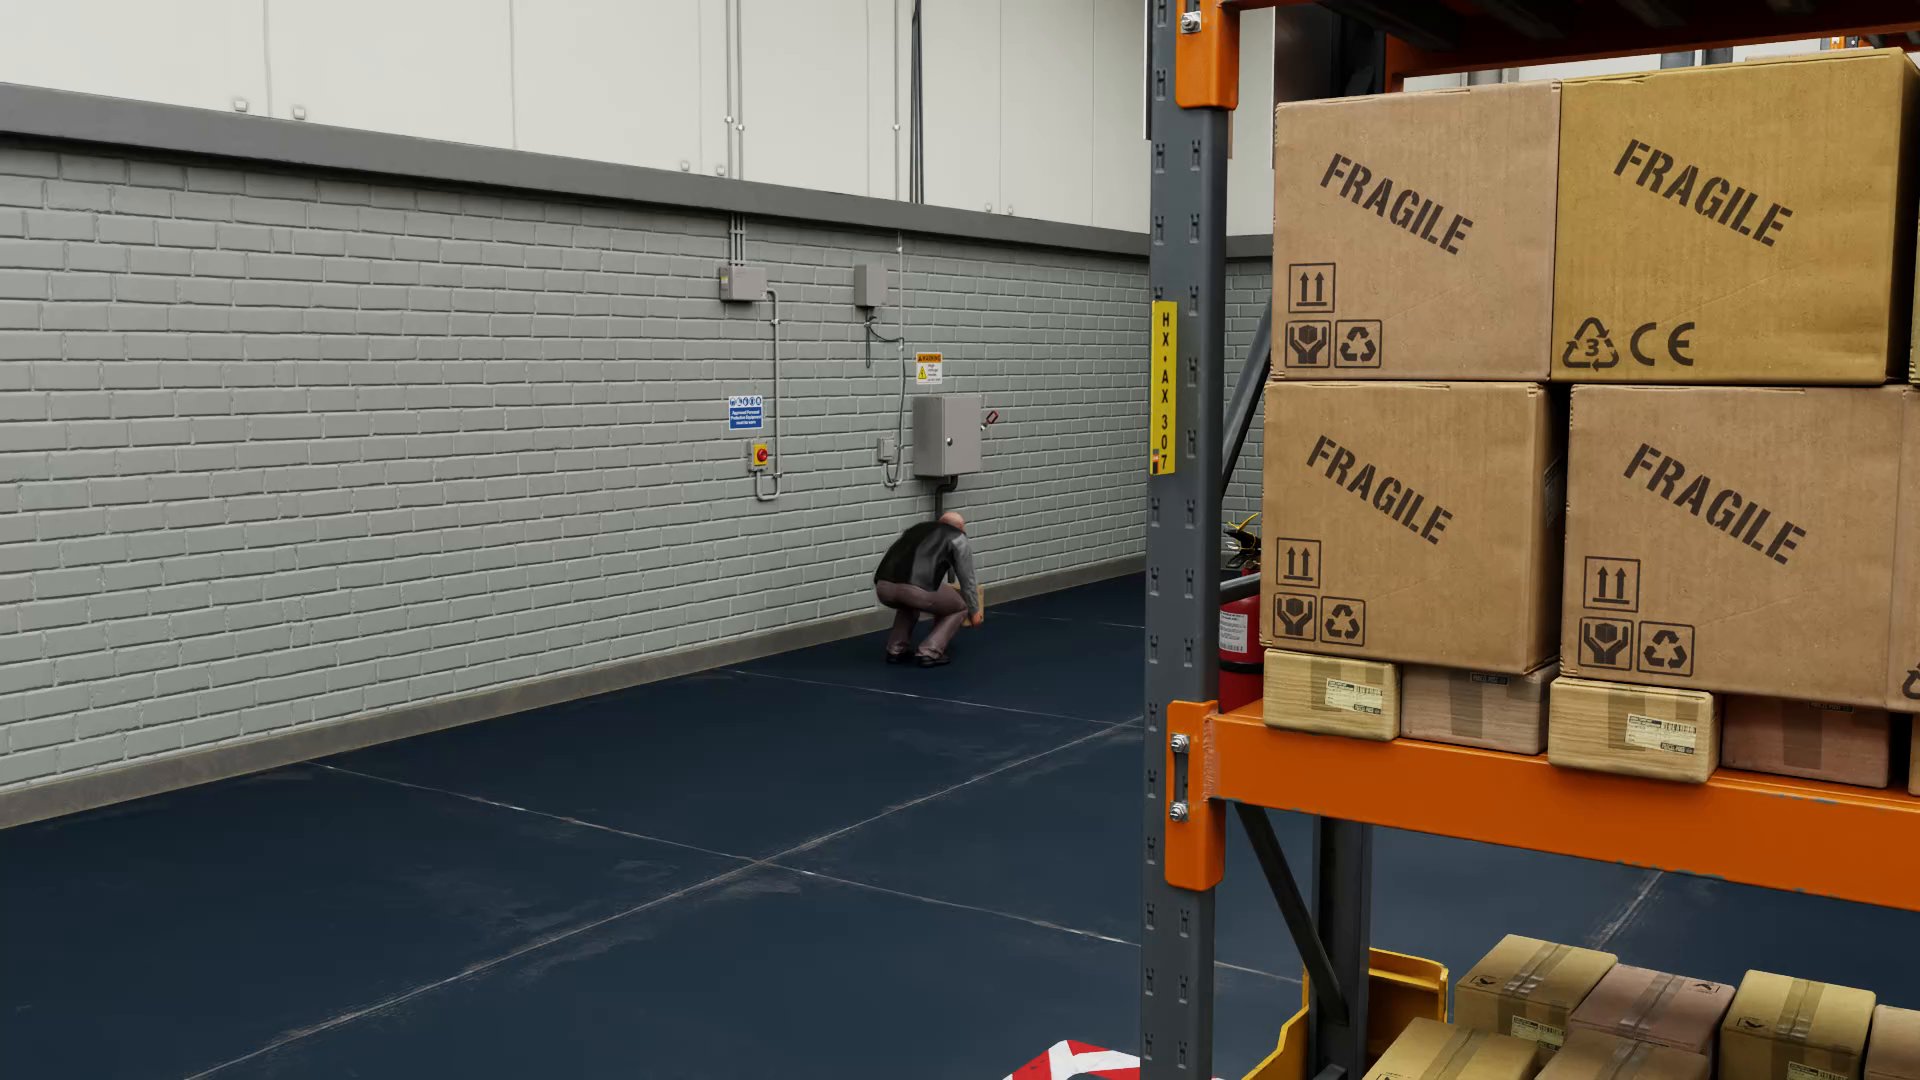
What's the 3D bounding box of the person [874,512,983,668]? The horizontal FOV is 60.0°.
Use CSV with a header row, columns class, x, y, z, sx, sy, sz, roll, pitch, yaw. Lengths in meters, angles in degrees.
class,x,y,z,sx,sy,sz,roll,pitch,yaw
person,-0.206,0.325,10.991,0.509,0.953,0.896,4,7,32
